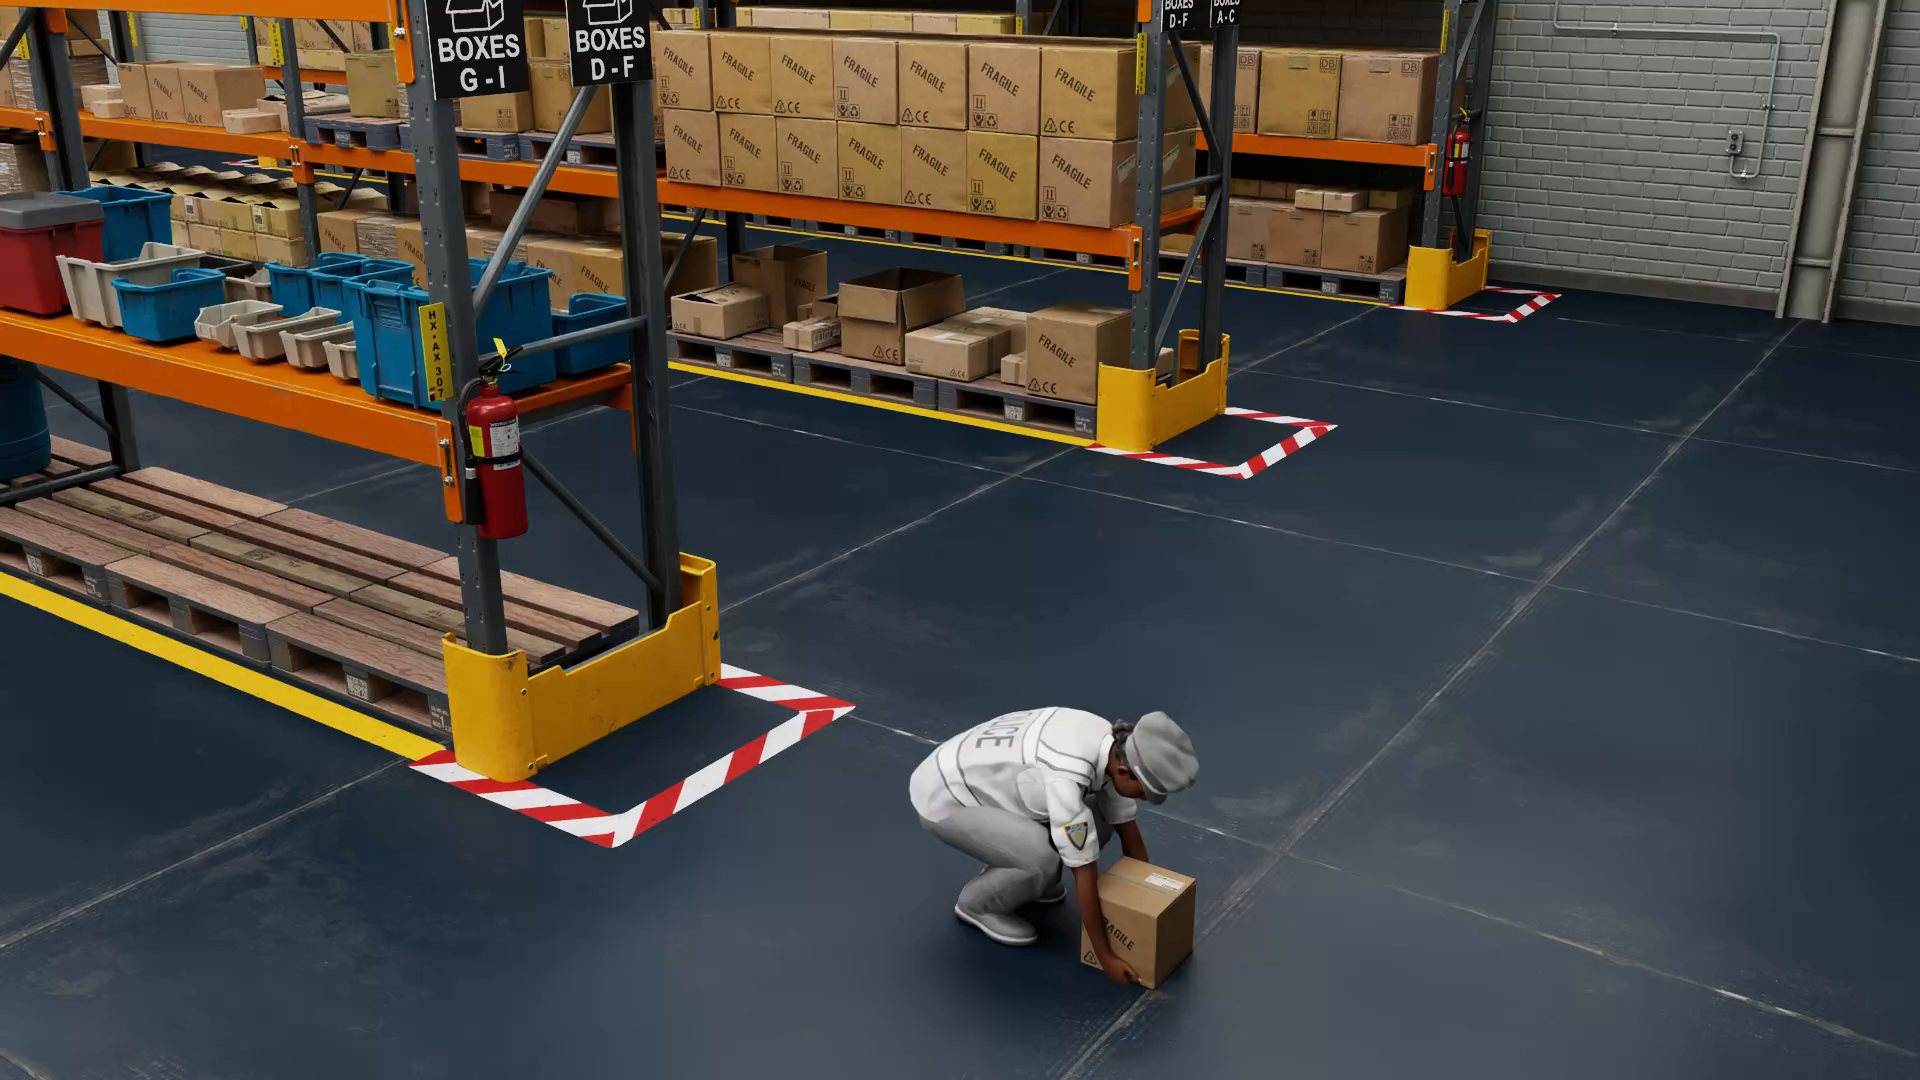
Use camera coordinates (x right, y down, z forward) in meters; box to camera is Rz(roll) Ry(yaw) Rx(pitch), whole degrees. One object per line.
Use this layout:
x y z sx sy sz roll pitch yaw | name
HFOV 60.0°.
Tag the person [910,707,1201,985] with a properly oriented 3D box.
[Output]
0.281 0.870 5.087 0.896 0.848 0.467 13 24 31 | person
